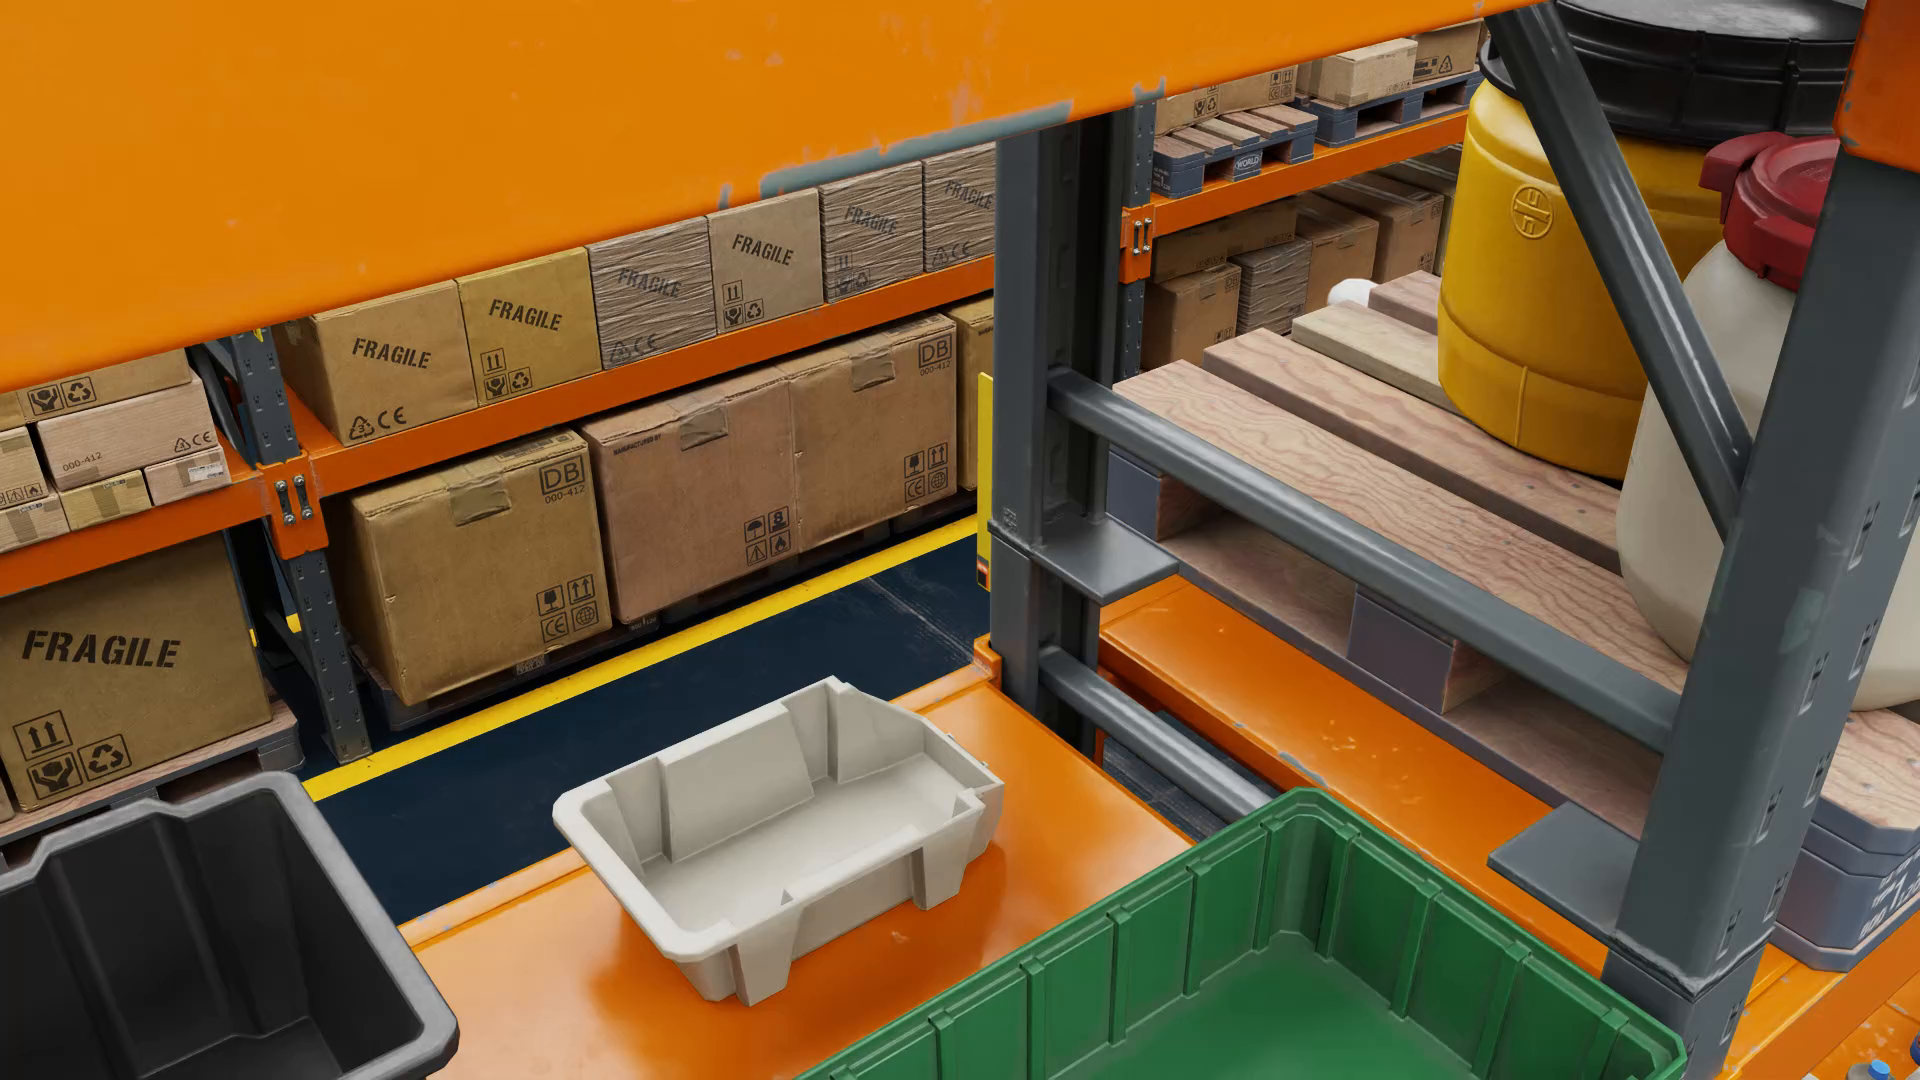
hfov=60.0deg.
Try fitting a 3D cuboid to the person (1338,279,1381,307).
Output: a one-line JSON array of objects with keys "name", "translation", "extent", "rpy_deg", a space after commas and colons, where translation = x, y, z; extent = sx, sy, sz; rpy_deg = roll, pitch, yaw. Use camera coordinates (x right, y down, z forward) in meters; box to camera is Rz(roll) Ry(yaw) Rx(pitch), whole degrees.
[{"name": "person", "translation": [1.513, -0.121, 6.306], "extent": [0.553, 1.769, 0.532], "rpy_deg": [-23, 39, -32]}]
